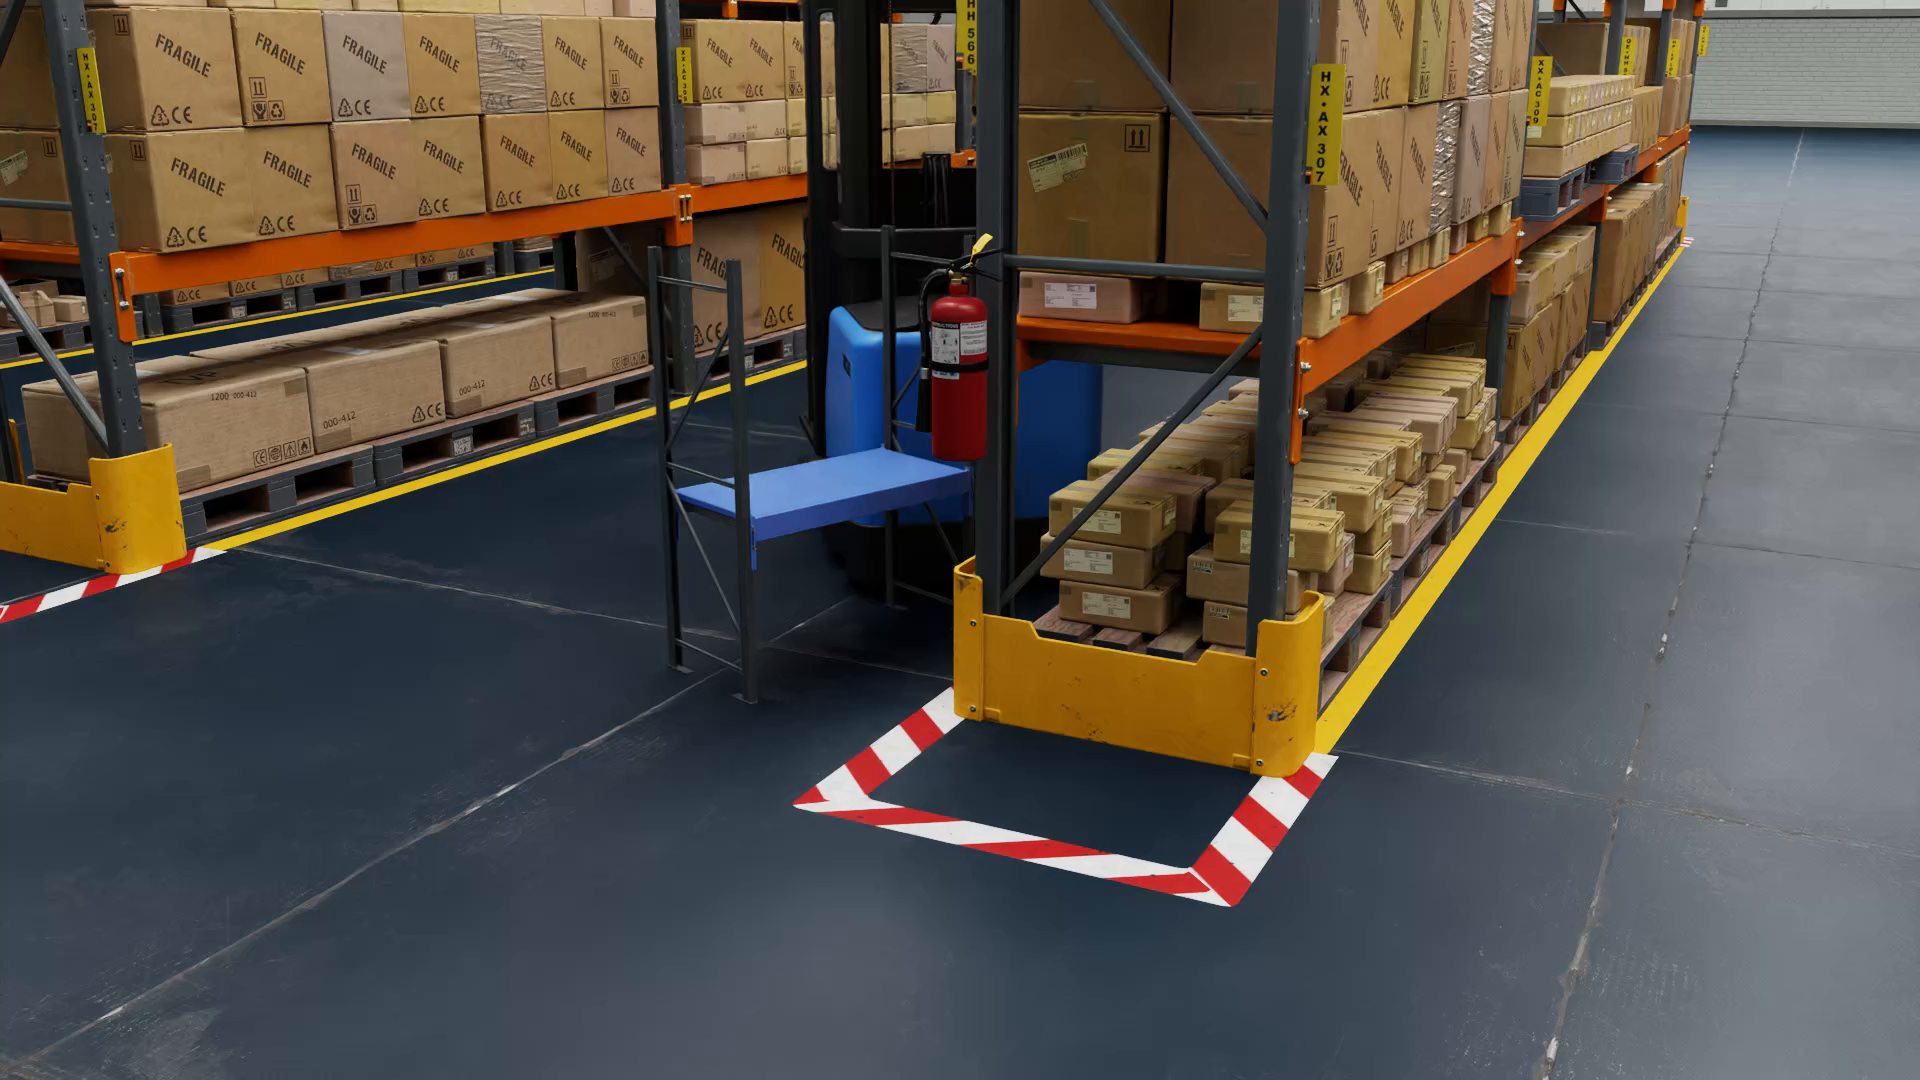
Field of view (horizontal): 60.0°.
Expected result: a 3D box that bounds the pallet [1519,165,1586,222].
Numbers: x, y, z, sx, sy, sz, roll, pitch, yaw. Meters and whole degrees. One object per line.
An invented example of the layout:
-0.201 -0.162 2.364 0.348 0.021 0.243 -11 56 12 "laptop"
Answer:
2.782 -1.907 9.012 1.003 0.211 1.213 8 18 25 "pallet"

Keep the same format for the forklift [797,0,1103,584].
-0.196 -1.605 7.781 1.130 2.935 3.031 -3 17 -11 "forklift"

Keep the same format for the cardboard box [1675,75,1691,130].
7.320 -4.708 17.843 0.875 0.550 0.550 8 18 25 "cardboard box"

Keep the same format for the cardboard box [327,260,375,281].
-5.495 -2.549 14.492 0.500 0.500 0.500 7 18 23 "cardboard box"

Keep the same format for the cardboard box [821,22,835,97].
-1.056 -3.422 11.846 0.500 0.500 0.500 8 18 24 "cardboard box"

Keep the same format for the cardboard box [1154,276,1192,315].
0.560 -0.861 5.595 0.380 0.149 0.250 8 18 25 "cardboard box"

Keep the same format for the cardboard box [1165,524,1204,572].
0.668 -0.011 6.041 0.380 0.149 0.250 8 18 24 "cardboard box"

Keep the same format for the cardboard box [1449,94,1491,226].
1.890 -1.595 6.928 0.500 0.500 0.500 8 18 25 "cardboard box"

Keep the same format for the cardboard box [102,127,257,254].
-3.480 -1.541 7.269 0.500 0.500 0.500 8 18 25 "cardboard box"

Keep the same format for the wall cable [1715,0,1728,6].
22.029 -17.569 44.897 2.305 6.003 0.169 8 18 25 "wall cable"

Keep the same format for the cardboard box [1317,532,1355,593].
1.159 0.056 5.815 0.380 0.149 0.250 8 18 25 "cardboard box"

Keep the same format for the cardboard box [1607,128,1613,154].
3.827 -2.478 10.301 0.380 0.149 0.250 7 18 23 "cardboard box"

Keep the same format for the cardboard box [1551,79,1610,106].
3.592 -2.629 9.766 0.380 0.149 0.250 9 19 27 "cardboard box"

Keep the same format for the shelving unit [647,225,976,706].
-0.491 -0.309 5.932 1.048 1.500 0.538 -15 22 -40 "shelving unit"

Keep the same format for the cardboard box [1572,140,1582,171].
3.131 -2.080 8.961 0.380 0.149 0.250 8 18 26 "cardboard box"

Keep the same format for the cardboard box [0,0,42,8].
-3.970 -2.363 7.140 0.380 0.149 0.250 8 18 26 "cardboard box"

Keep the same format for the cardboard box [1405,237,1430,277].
1.612 -1.128 6.494 0.380 0.149 0.250 9 19 27 "cardboard box"

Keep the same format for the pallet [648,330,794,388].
-1.886 -1.296 11.516 1.003 0.211 1.213 8 18 25 "pallet"

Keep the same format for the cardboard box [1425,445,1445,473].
1.944 -0.419 7.414 0.380 0.149 0.250 9 19 27 "cardboard box"

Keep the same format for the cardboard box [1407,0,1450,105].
1.433 -1.813 5.906 0.500 0.500 0.500 8 18 24 "cardboard box"

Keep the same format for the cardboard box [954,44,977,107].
0.032 -3.922 14.026 0.500 0.500 0.500 8 18 24 "cardboard box"

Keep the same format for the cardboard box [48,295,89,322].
-6.592 -1.712 12.291 0.380 0.149 0.250 7 18 24 "cardboard box"

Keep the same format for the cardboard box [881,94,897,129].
-0.802 -3.193 12.392 0.500 0.250 0.500 8 18 24 "cardboard box"

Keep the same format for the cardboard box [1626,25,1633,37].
4.987 -3.872 13.360 0.700 0.500 0.500 8 18 25 "cardboard box"

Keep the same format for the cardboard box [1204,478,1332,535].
1.076 -0.099 5.814 0.380 0.149 0.250 8 19 26 "cardboard box"

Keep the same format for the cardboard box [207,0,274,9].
-3.272 -2.428 7.361 0.380 0.149 0.250 9 19 27 "cardboard box"

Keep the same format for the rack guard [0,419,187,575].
-3.962 -0.203 7.330 1.175 0.500 0.348 8 18 25 "rack guard"

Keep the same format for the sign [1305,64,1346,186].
1.008 -1.149 4.606 0.100 0.325 0.005 8 18 25 "sign"

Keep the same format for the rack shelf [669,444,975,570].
-0.491 -0.137 5.983 1.000 0.185 0.538 -15 22 -40 "rack shelf"

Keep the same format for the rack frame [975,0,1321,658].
0.523 -0.803 4.961 1.000 3.000 0.127 8 18 25 "rack frame"

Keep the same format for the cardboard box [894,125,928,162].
-0.584 -3.079 12.887 0.500 0.250 0.500 8 19 26 "cardboard box"

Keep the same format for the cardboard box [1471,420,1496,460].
2.439 -0.514 8.255 0.380 0.149 0.250 8 18 26 "cardboard box"

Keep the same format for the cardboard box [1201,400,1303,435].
1.249 -0.486 7.117 0.380 0.149 0.250 8 18 26 "cardboard box"

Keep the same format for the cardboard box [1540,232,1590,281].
3.810 -1.866 10.875 0.500 0.250 0.500 8 18 26 "cardboard box"

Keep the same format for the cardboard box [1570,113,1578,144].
3.011 -2.154 8.689 0.380 0.149 0.250 8 18 24 "cardboard box"

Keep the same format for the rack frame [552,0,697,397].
-2.164 -2.426 10.425 1.000 3.000 0.127 8 18 25 "rack frame"

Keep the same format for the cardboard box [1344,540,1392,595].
1.404 0.077 6.267 0.380 0.149 0.250 8 18 26 "cardboard box"

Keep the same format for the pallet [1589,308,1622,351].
4.517 -1.696 12.863 1.003 0.211 1.213 8 18 25 "pallet"

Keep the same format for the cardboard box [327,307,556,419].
-2.940 -1.025 9.470 0.875 0.438 0.875 8 18 24 "cardboard box"

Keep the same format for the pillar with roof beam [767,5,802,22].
1.490 -8.379 19.930 9.100 9.000 0.400 8 18 25 "pillar with roof beam"

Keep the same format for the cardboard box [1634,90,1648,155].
5.214 -3.354 13.373 0.500 0.500 0.500 8 18 25 "cardboard box"

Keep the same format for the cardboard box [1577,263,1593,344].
4.037 -1.643 11.442 0.500 0.500 0.500 8 18 25 "cardboard box"

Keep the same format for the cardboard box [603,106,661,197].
-2.142 -2.324 9.904 0.500 0.500 0.500 8 18 26 "cardboard box"

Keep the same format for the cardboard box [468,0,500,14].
-2.644 -2.828 8.707 0.380 0.149 0.250 8 18 24 "cardboard box"

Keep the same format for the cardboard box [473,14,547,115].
-2.580 -2.539 8.873 0.500 0.500 0.500 8 18 26 "cardboard box"

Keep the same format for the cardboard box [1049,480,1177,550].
0.532 -0.090 5.785 0.380 0.149 0.250 8 18 26 "cardboard box"

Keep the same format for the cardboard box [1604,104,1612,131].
3.709 -2.552 10.030 0.380 0.149 0.250 9 19 27 "cardboard box"

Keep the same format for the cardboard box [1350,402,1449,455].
1.867 -0.477 7.086 0.380 0.149 0.250 7 18 23 "cardboard box"

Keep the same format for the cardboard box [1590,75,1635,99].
4.288 -3.024 11.096 0.380 0.149 0.250 7 18 23 "cardboard box"

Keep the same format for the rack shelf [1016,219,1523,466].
1.416 -0.968 6.779 1.077 0.370 4.000 8 18 25 "rack shelf"

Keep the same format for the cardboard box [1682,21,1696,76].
7.308 -5.227 17.695 0.875 0.550 0.550 8 18 25 "cardboard box"

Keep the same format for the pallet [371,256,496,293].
-5.186 -2.554 15.752 1.003 0.211 1.213 8 18 25 "pallet"

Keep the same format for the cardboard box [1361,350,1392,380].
1.971 -0.881 8.446 0.380 0.149 0.250 9 19 28 "cardboard box"

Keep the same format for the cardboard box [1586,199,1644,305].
4.838 -2.331 13.317 1.050 0.750 0.750 8 19 26 "cardboard box"

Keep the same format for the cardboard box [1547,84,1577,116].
2.897 -2.230 8.424 0.380 0.149 0.250 9 19 28 "cardboard box"
